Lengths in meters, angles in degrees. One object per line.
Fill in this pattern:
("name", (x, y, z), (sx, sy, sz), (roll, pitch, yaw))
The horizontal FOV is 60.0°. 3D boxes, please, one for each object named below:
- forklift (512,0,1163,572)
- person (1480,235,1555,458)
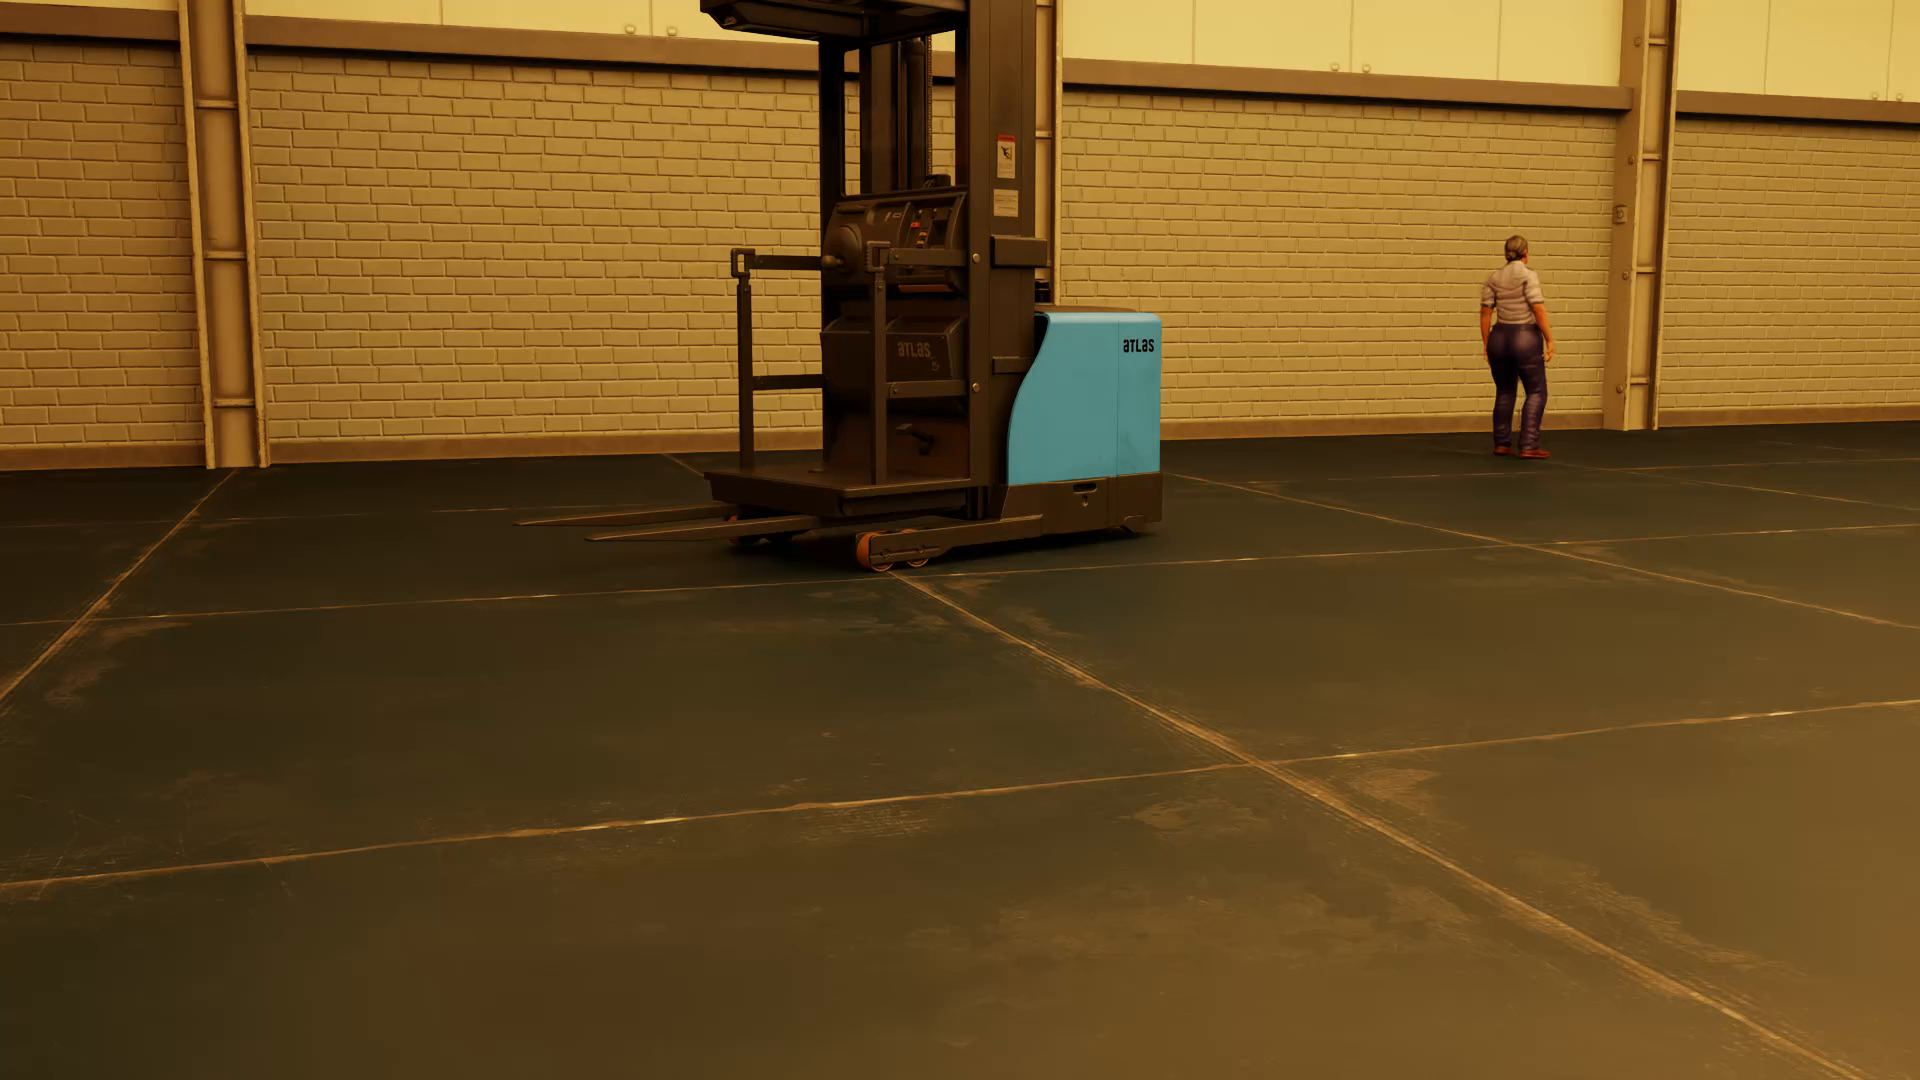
("forklift", (-0.461, -1.399, 7.333), (3.031, 2.935, 1.130), (-7, 10, -40))
("person", (4.192, -1.426, 12.423), (0.457, 1.676, 0.555), (-6, 10, -36))
